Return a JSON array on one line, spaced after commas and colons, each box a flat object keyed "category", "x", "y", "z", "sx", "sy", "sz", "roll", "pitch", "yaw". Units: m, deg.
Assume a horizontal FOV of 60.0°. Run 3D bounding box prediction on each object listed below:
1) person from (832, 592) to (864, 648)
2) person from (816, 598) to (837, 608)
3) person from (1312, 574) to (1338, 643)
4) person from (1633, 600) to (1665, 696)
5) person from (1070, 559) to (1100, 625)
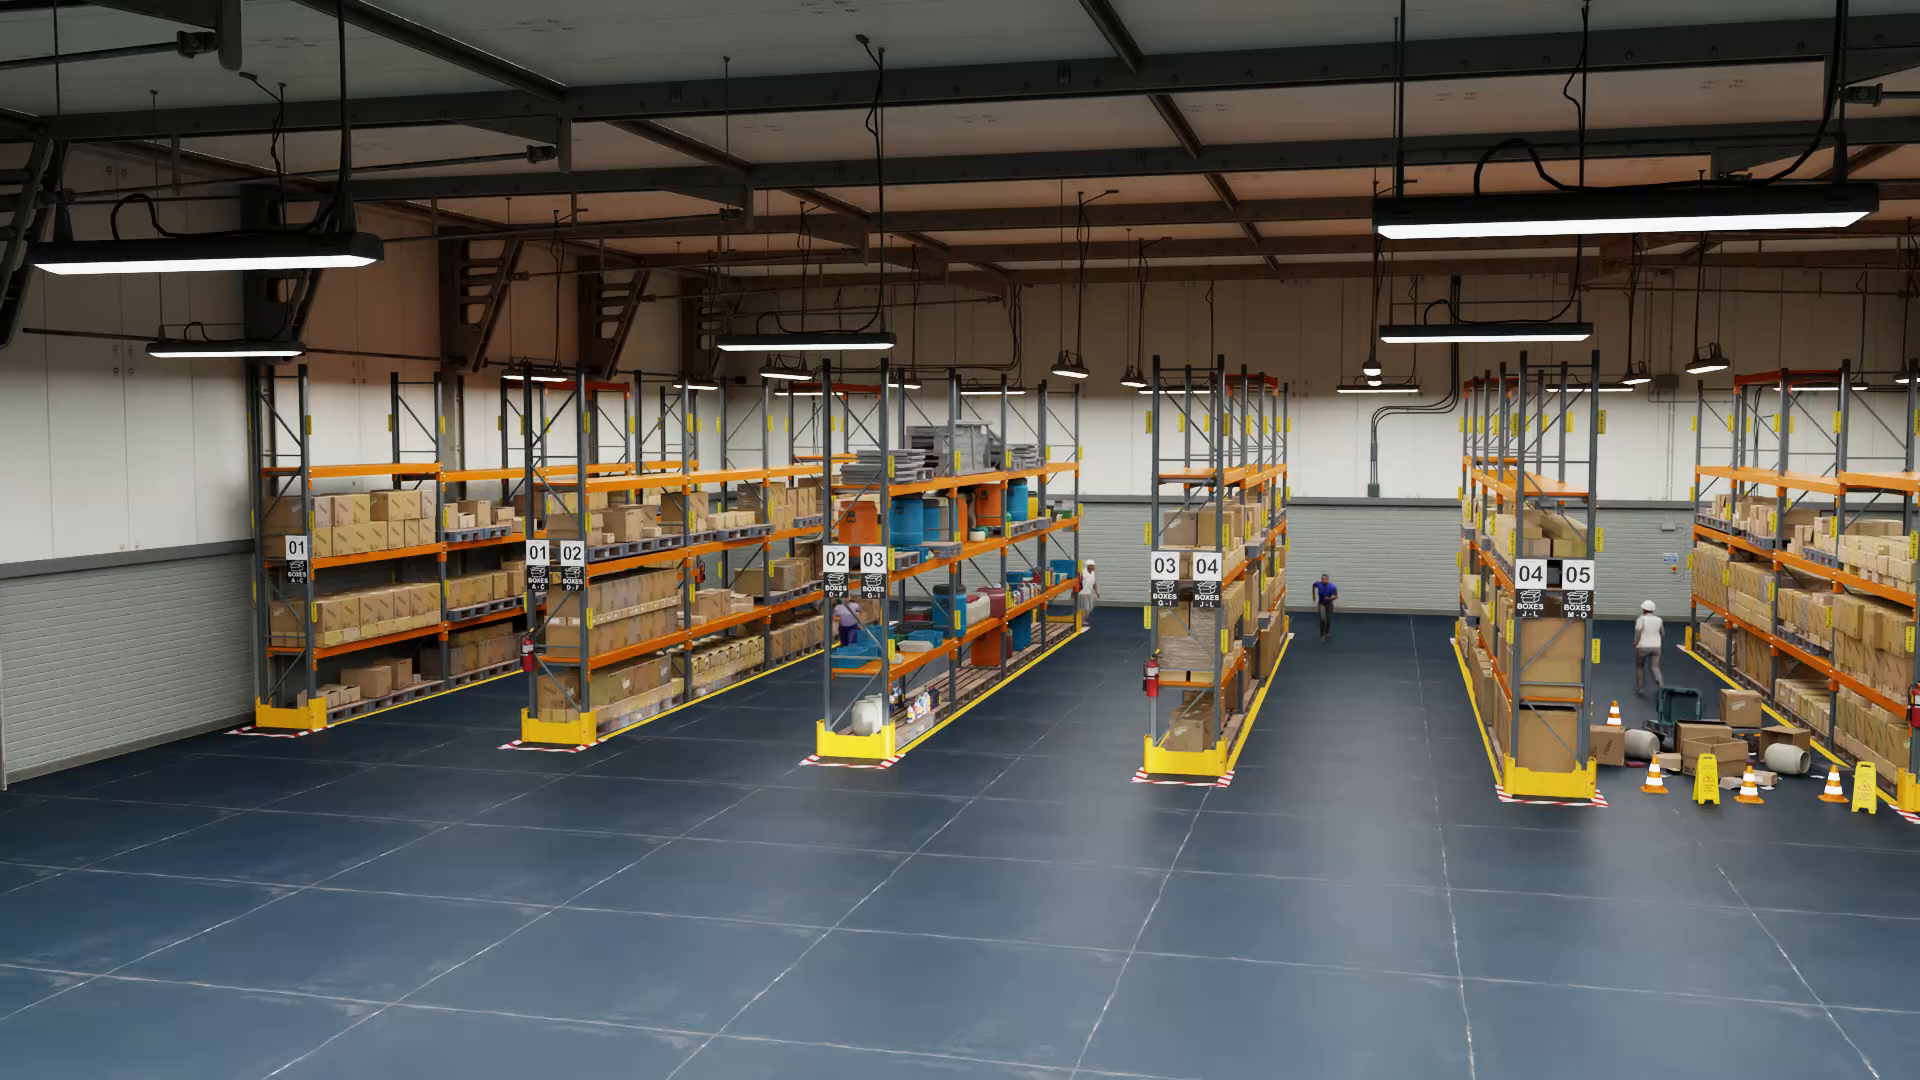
[{"category": "person", "x": -2.258, "y": 1.867, "z": 33.443, "sx": 0.566, "sy": 1.694, "sz": 0.853, "roll": 1, "pitch": 4, "yaw": 12}, {"category": "person", "x": -3.454, "y": 1.128, "z": 43.835, "sx": 0.858, "sy": 1.674, "sz": 0.568, "roll": 2, "pitch": 4, "yaw": 24}, {"category": "person", "x": 8.467, "y": 1.580, "z": 38.550, "sx": 0.600, "sy": 1.647, "sz": 0.924, "roll": 1, "pitch": 4, "yaw": 15}, {"category": "person", "x": 12.677, "y": 2.003, "z": 30.570, "sx": 0.628, "sy": 1.770, "sz": 0.970, "roll": 0, "pitch": 4, "yaw": 1}, {"category": "person", "x": 3.087, "y": 1.308, "z": 41.468, "sx": 0.674, "sy": 1.665, "sz": 0.751, "roll": 3, "pitch": 5, "yaw": 35}]
